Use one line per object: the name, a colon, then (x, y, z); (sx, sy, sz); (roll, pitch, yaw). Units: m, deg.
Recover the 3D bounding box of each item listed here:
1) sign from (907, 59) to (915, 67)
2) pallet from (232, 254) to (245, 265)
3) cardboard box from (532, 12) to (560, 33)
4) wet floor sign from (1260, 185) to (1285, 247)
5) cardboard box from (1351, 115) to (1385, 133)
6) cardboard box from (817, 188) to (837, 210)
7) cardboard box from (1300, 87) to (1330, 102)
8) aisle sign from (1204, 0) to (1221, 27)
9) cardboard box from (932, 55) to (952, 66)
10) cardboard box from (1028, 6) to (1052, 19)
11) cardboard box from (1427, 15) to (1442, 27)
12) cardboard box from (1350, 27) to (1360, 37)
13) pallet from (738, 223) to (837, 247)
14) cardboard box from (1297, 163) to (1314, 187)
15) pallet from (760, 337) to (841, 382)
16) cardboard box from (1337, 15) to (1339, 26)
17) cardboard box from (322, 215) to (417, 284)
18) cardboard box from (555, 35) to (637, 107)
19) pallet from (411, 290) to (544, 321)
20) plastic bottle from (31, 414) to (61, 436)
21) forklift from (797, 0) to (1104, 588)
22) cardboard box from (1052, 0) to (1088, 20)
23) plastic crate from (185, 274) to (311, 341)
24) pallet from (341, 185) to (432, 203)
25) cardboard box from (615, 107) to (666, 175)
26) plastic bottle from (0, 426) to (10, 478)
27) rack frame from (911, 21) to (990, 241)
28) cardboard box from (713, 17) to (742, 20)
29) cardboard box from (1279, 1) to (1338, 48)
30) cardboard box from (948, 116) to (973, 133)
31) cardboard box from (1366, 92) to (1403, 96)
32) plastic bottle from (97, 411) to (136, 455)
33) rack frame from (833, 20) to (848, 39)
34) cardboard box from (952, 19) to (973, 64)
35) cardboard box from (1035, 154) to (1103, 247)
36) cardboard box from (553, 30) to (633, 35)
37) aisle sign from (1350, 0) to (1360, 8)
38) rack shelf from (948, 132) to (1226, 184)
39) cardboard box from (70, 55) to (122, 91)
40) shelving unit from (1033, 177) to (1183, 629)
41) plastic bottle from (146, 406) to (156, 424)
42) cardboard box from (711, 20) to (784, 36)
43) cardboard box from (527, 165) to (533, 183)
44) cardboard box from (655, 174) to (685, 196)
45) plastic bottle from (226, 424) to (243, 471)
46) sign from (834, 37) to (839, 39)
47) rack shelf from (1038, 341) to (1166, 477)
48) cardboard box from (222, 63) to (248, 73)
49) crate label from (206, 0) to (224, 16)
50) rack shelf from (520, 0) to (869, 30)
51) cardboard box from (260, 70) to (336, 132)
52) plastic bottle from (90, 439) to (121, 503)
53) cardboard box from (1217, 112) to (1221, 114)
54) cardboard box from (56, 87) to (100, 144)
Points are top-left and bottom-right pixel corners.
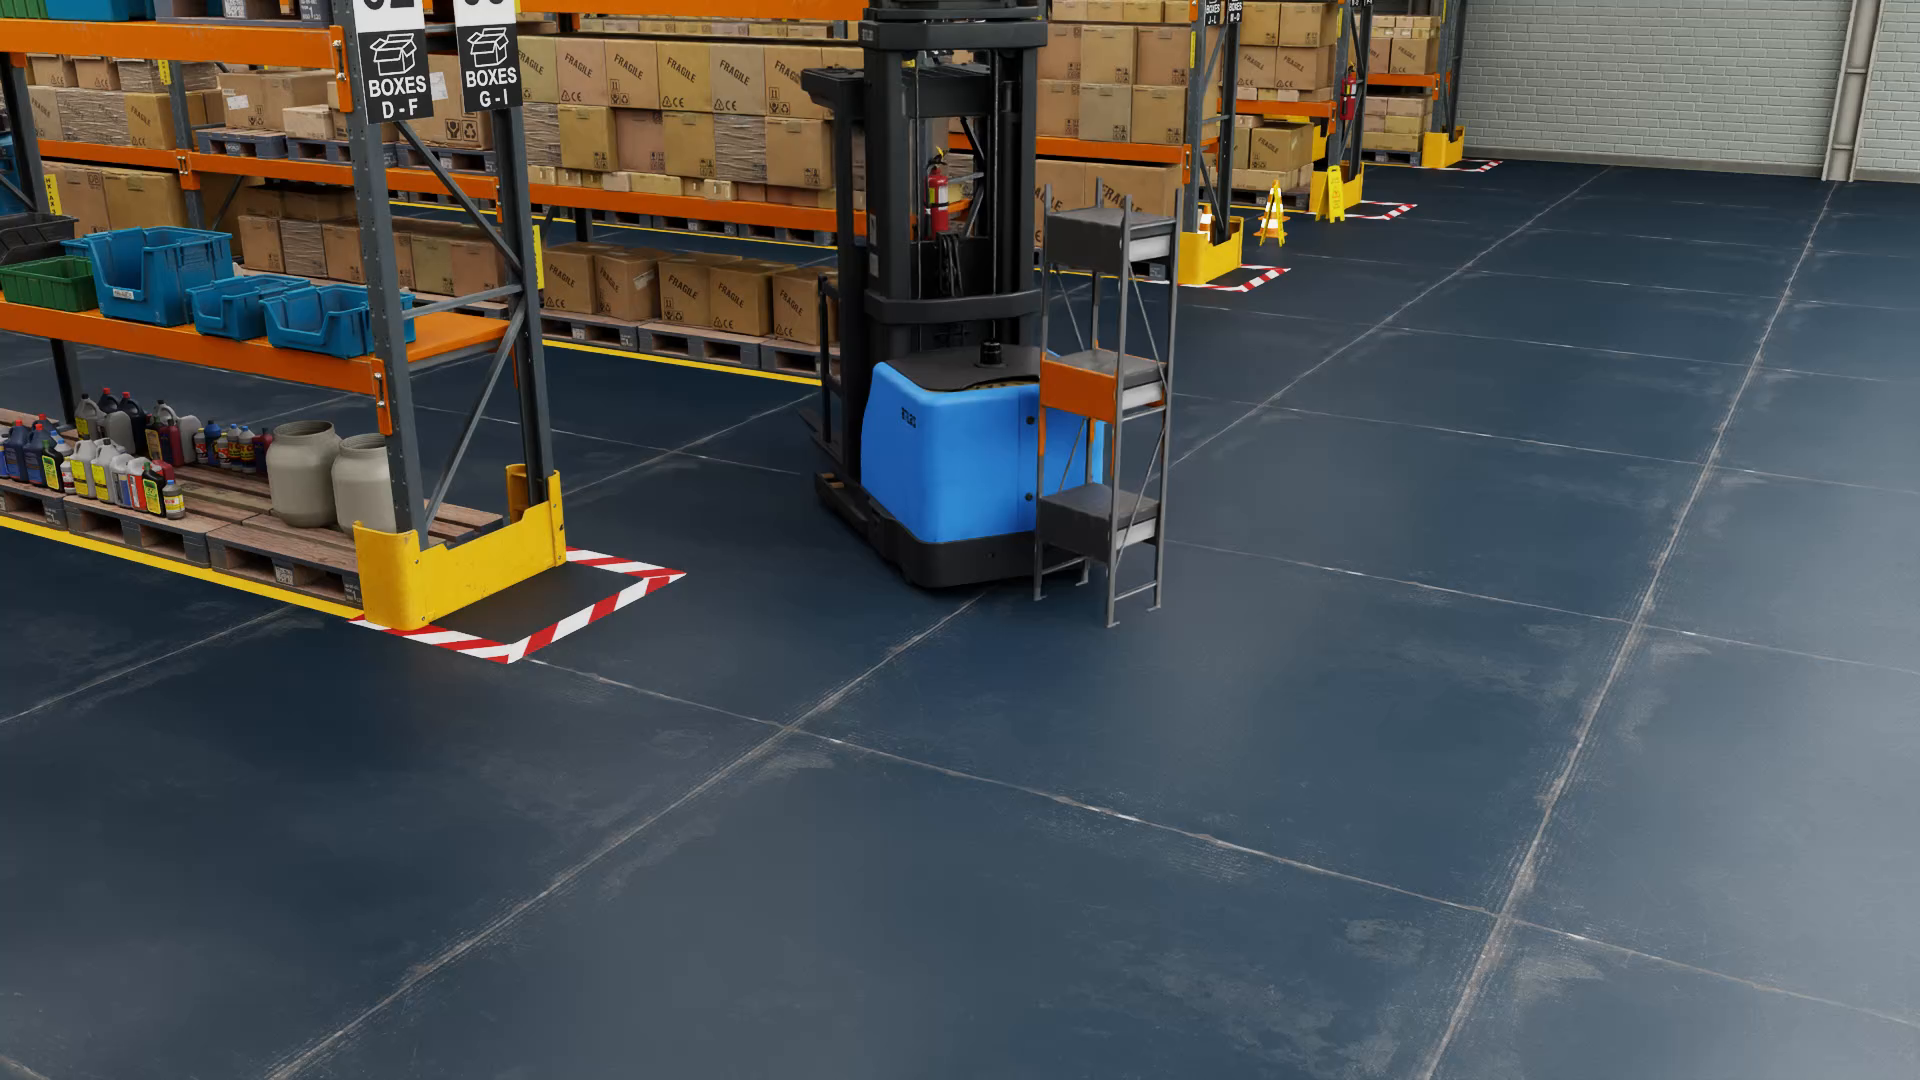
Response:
sign: (-0.336, -3.166, 11.532); (0.005, 0.325, 0.100); (11, 23, 27)
pallet: (-7.684, -2.808, 16.796); (1.213, 0.211, 1.003); (11, 23, 27)
cardboard box: (-6.238, -8.094, 25.666); (0.500, 0.500, 0.500); (11, 22, 27)
wet floor sign: (3.450, -3.572, 18.267); (0.232, 0.644, 0.267); (7, 21, 18)
cardboard box: (6.192, -6.278, 24.955); (0.500, 0.250, 0.500); (11, 22, 27)
cardboard box: (-0.859, -2.571, 12.421); (0.250, 0.149, 0.380); (11, 23, 27)
cardboard box: (4.354, -5.465, 20.401); (0.250, 0.149, 0.380); (12, 23, 29)
aisle sign: (2.375, -5.215, 15.532); (0.004, 0.787, 0.394); (11, 23, 27)
cardboard box: (-0.395, -3.464, 12.467); (0.500, 0.500, 0.500); (11, 23, 27)
cardboard box: (1.055, -7.123, 22.452); (0.250, 0.149, 0.380); (11, 23, 27)
cardboard box: (7.013, -7.674, 24.589); (0.250, 0.149, 0.380); (10, 22, 26)
cardboard box: (5.862, -7.559, 24.708); (0.250, 0.149, 0.380); (10, 22, 26)
pallet: (-1.744, -3.555, 18.855); (1.213, 0.211, 1.003); (11, 23, 27)
cardboard box: (4.215, -4.706, 21.357); (0.500, 0.250, 0.500); (11, 22, 27)
pallet: (-0.807, -1.482, 13.141); (1.213, 0.211, 1.003); (11, 23, 27)
cardboard box: (5.624, -7.734, 24.754); (0.250, 0.149, 0.380); (11, 23, 28)
cardboard box: (-5.449, -2.711, 15.460); (0.500, 0.500, 0.700); (13, 24, 32)
cardboard box: (-2.834, -3.724, 13.182); (0.500, 0.500, 0.500); (11, 23, 27)
pallet: (-4.221, -2.118, 14.895); (1.213, 0.211, 1.003); (11, 23, 27)
plastic bottle: (-5.383, -0.572, 9.783); (0.185, 0.351, 0.144); (11, 23, 27)
forklift: (-0.236, -1.601, 9.481); (1.130, 2.935, 3.031); (-7, 21, -20)
cardboard box: (1.571, -6.769, 21.579); (0.500, 0.500, 0.700); (11, 22, 27)
plastic crate: (-3.611, -1.194, 8.476); (0.408, 0.251, 0.499); (11, 23, 27)
pallet: (-7.337, -4.650, 21.875); (1.213, 0.211, 1.003); (11, 23, 27)
cardboard box: (-2.273, -3.247, 13.334); (0.500, 0.500, 0.875); (11, 23, 27)
plastic bottle: (-5.596, -0.523, 9.756); (0.135, 0.276, 0.152); (12, 23, 29)
rack frame: (-0.048, -2.635, 12.230); (0.127, 3.000, 1.000); (11, 23, 27)
cardboard box: (-3.230, -7.523, 24.094); (0.500, 0.500, 0.500); (11, 23, 28)
cardboard box: (4.232, -6.262, 20.179); (0.500, 0.500, 0.700); (10, 22, 26)
cardboard box: (0.200, -4.563, 17.325); (0.550, 0.550, 0.875); (11, 23, 27)
cardboard box: (6.437, -6.656, 25.267); (0.500, 0.250, 0.500); (11, 23, 27)
plastic bottle: (-5.136, -0.650, 10.108); (0.135, 0.276, 0.152); (11, 23, 27)
rack frame: (-1.033, -4.760, 18.088); (0.127, 3.000, 1.000); (11, 23, 27)
cardboard box: (0.213, -5.079, 17.164); (0.550, 0.550, 0.875); (11, 23, 27)
cardboard box: (1.066, -3.532, 17.203); (0.875, 0.875, 0.875); (10, 22, 26)
cardboard box: (-3.013, -3.964, 13.845); (0.500, 0.500, 0.500); (11, 23, 27)
aisle sign: (4.697, -6.710, 19.653); (0.004, 0.787, 0.394); (11, 23, 27)
rack shelf: (0.713, -4.089, 17.294); (4.000, 0.370, 1.077); (11, 23, 27)
cardboard box: (-8.230, -4.719, 16.359); (0.637, 0.503, 0.797); (11, 23, 29)
shelving unit: (0.703, -0.660, 8.097); (0.431, 2.100, 0.503); (-18, 27, -41)
plastic bottle: (-4.923, -0.687, 10.200); (0.133, 0.283, 0.061); (13, 23, 31)
cardboard box: (-2.361, -5.527, 18.589); (0.500, 0.500, 0.700); (11, 23, 28)
cardboard box: (-3.499, -3.057, 13.761); (0.250, 0.149, 0.380); (11, 23, 27)
cardboard box: (-2.183, -2.811, 13.084); (0.250, 0.149, 0.380); (11, 23, 27)
plastic bottle: (-4.281, -0.552, 9.845); (0.097, 0.271, 0.097); (0, 20, 0)
sign: (-1.289, -5.104, 17.454); (0.005, 0.325, 0.100); (11, 23, 27)
rack shelf: (0.703, -0.648, 8.102); (0.431, 0.518, 0.480); (-18, 27, -41)
cardboard box: (-9.464, -6.443, 22.146); (0.500, 0.500, 0.500); (11, 23, 27)
crate label: (-3.937, -2.910, 8.808); (0.408, 0.251, 0.502); (11, 23, 27)
rack shelf: (-1.794, -4.039, 12.758); (4.000, 0.370, 1.077); (11, 23, 27)
cardboard box: (-6.005, -4.069, 15.420); (0.500, 0.500, 0.700); (15, 25, 35)
plastic bottle: (-4.755, -0.396, 9.298); (0.185, 0.351, 0.144); (12, 23, 30)
cardboard box: (3.158, -5.331, 21.028); (0.250, 0.149, 0.380); (12, 23, 30)
cardboard box: (-8.471, -4.190, 16.372); (0.500, 0.500, 0.500); (10, 22, 26)
